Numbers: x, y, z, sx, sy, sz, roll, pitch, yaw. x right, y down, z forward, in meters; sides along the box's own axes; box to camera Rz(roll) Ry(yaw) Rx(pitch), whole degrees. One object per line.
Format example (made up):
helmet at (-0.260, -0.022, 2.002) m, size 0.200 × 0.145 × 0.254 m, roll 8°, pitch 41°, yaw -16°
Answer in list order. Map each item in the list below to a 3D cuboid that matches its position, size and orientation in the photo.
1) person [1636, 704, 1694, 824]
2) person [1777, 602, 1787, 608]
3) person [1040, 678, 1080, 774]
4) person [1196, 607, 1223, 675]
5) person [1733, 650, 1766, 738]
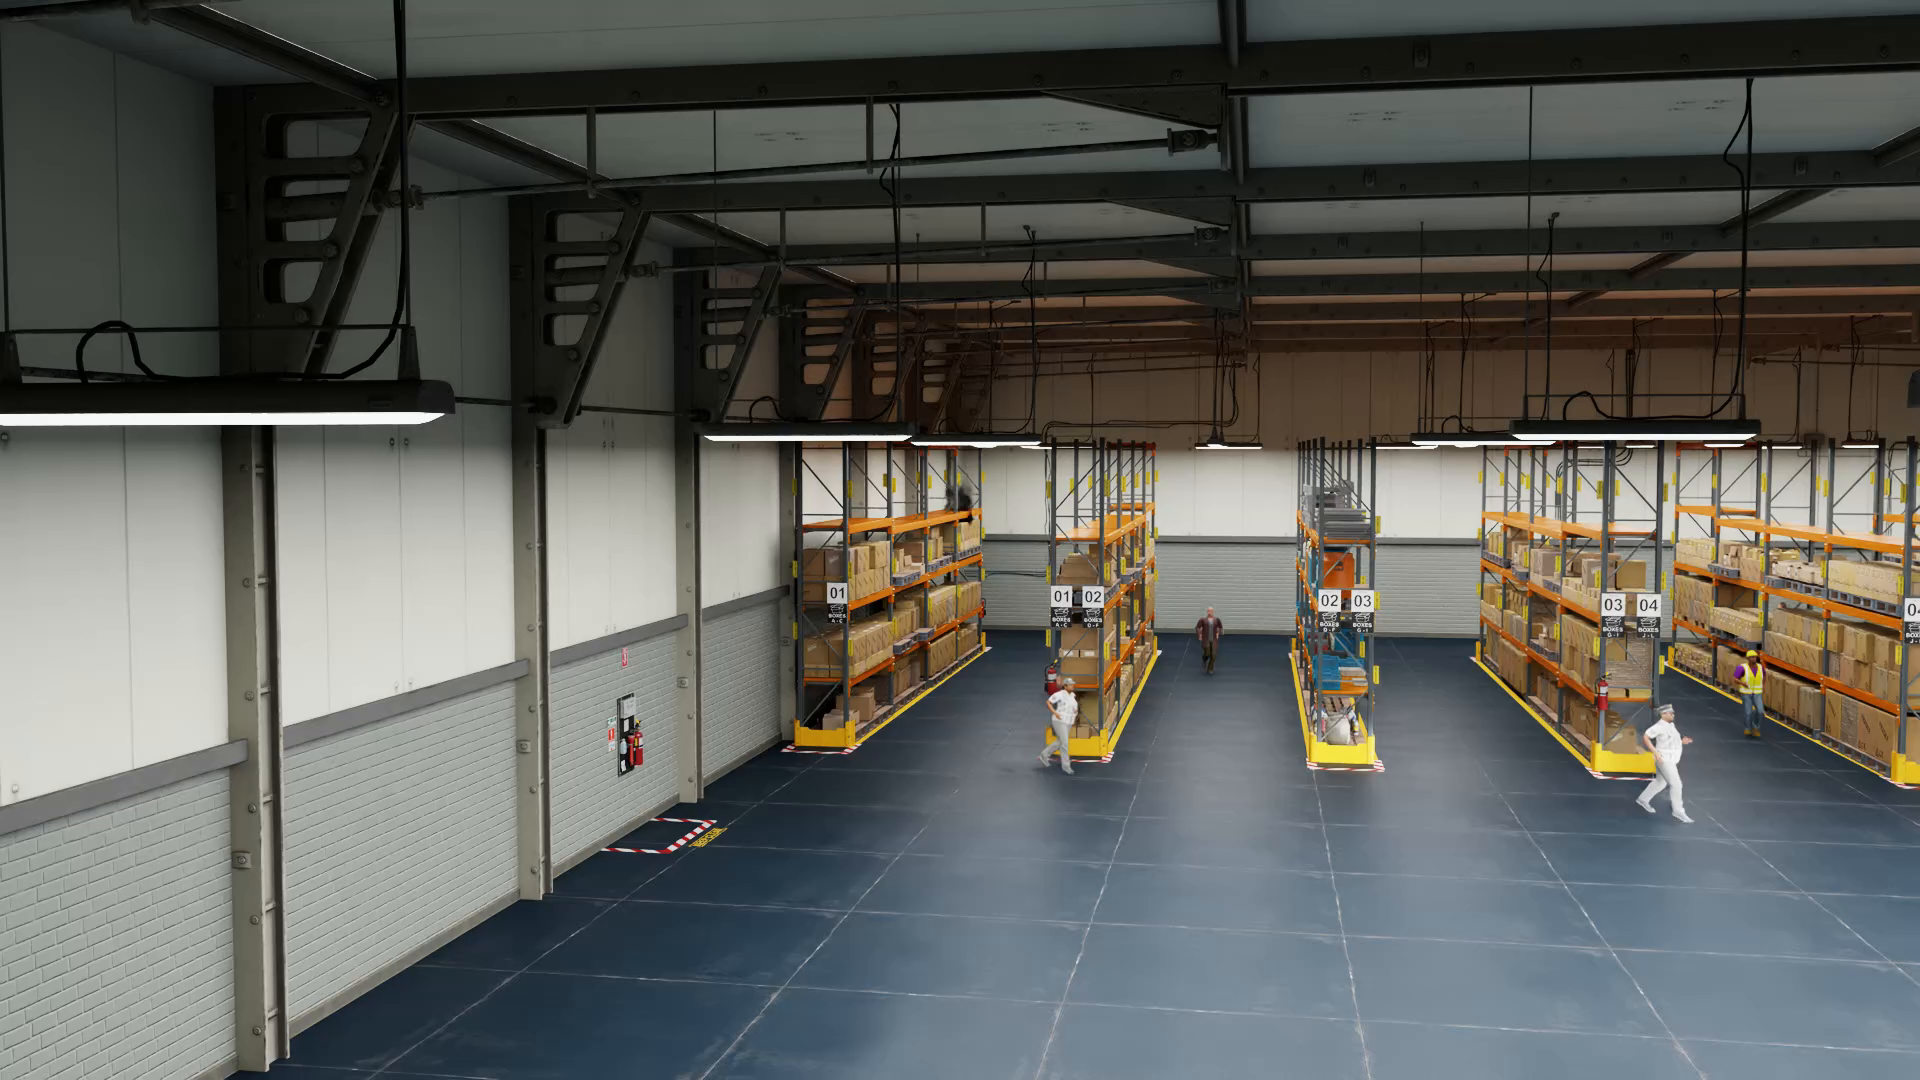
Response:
person at (11.005, 3.450, 25.916) m, size 0.887 × 1.819 × 0.651 m, roll 2°, pitch 4°, yaw 37°
person at (22.481, 2.519, 45.314) m, size 0.734 × 1.653 × 0.585 m, roll 1°, pitch 3°, yaw 10°
person at (1.863, 3.329, 30.040) m, size 0.866 × 1.670 × 0.620 m, roll 3°, pitch 4°, yaw 41°
person at (6.451, 2.593, 42.914) m, size 0.710 × 1.733 × 0.637 m, roll 0°, pitch 3°, yaw -2°
person at (15.853, 3.088, 33.311) m, size 0.685 × 1.765 × 0.691 m, roll 0°, pitch 3°, yaw 9°
